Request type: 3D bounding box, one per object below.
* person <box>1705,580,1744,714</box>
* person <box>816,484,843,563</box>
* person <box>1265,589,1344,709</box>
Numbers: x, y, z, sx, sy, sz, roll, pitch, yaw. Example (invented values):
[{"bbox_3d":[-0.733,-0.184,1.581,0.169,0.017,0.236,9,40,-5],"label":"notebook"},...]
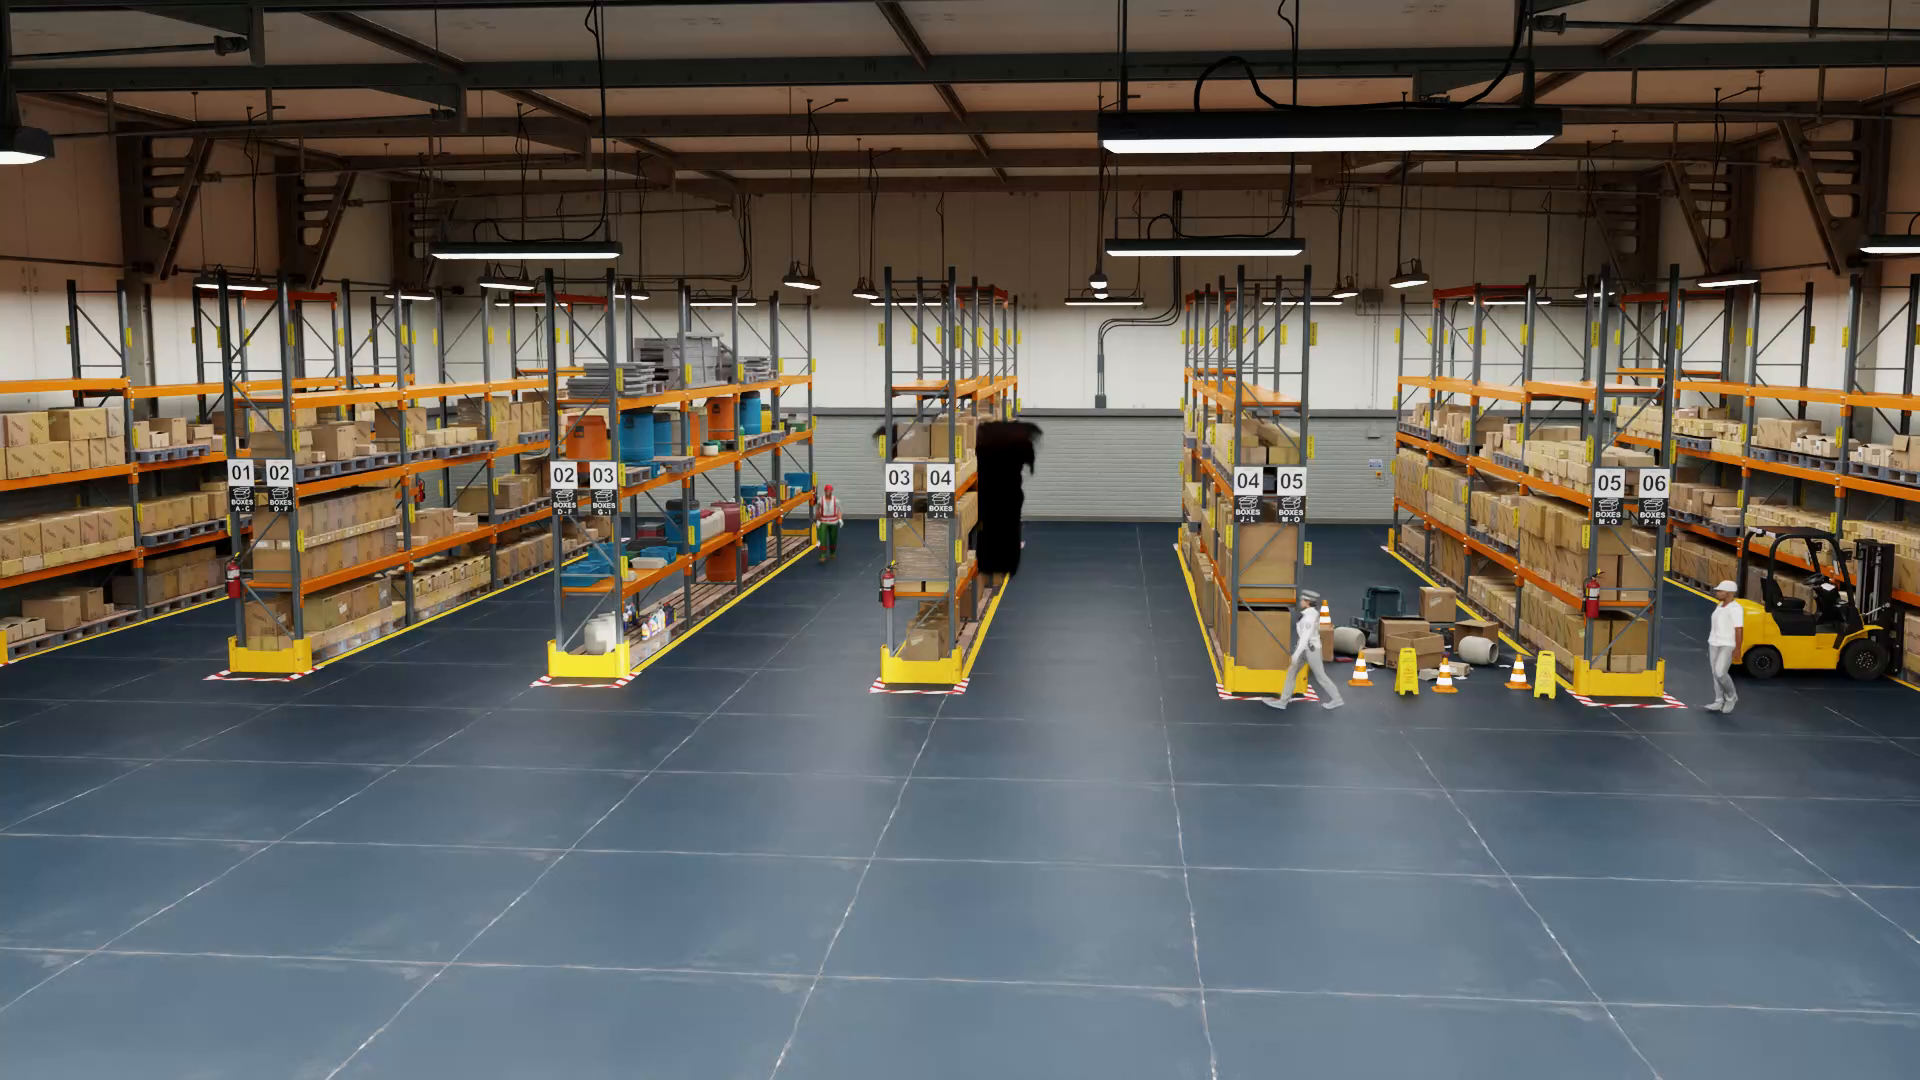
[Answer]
[{"bbox_3d":[10.210,1.428,22.226,0.469,1.785,0.591,-3,8,-23],"label":"person"},{"bbox_3d":[-2.911,-0.380,37.011,0.640,1.717,1.091,0,7,2],"label":"person"},{"bbox_3d":[4.642,1.479,22.301,0.987,1.633,0.467,-1,7,-10],"label":"person"}]
